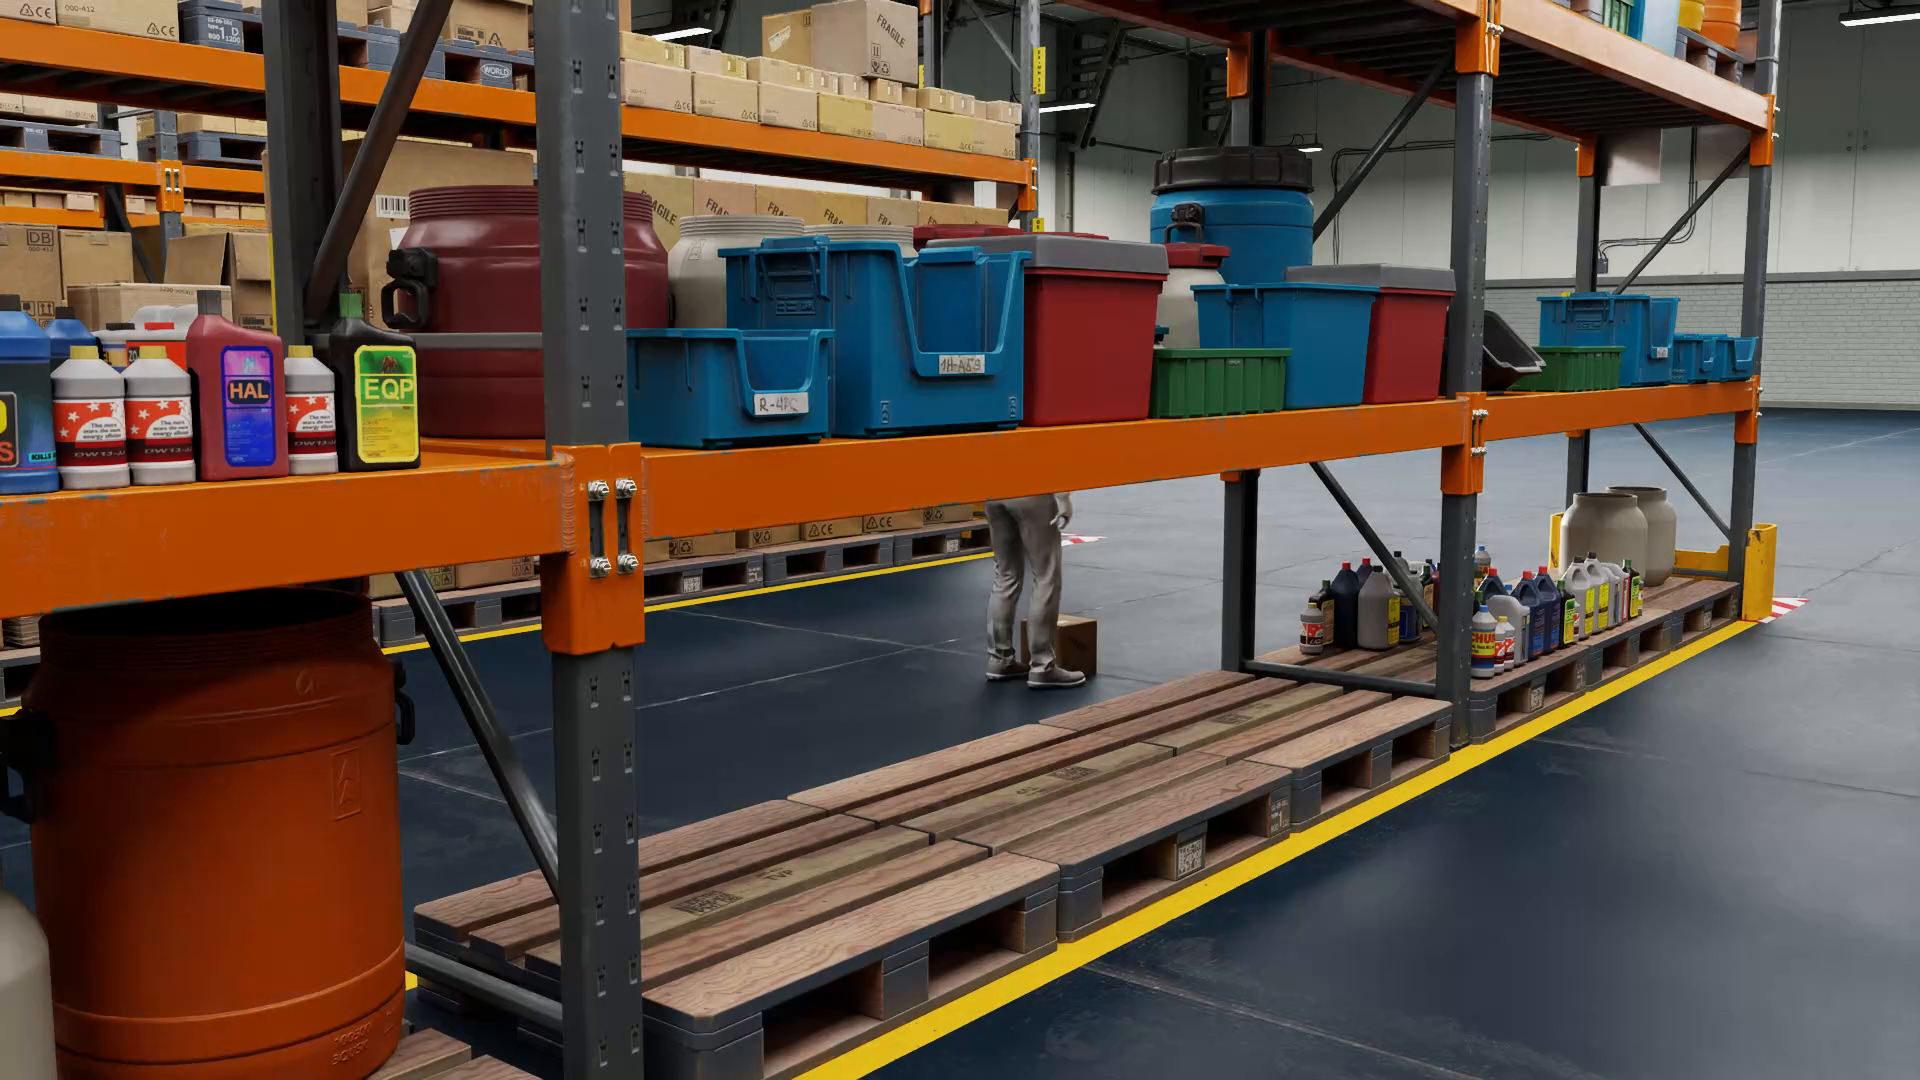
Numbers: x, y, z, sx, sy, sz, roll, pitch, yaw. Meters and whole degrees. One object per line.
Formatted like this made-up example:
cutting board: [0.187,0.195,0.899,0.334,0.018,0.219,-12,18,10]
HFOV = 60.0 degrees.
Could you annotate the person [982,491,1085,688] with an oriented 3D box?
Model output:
person: [0.283,-0.193,7.343,0.373,1.663,0.529,-6,9,-42]
